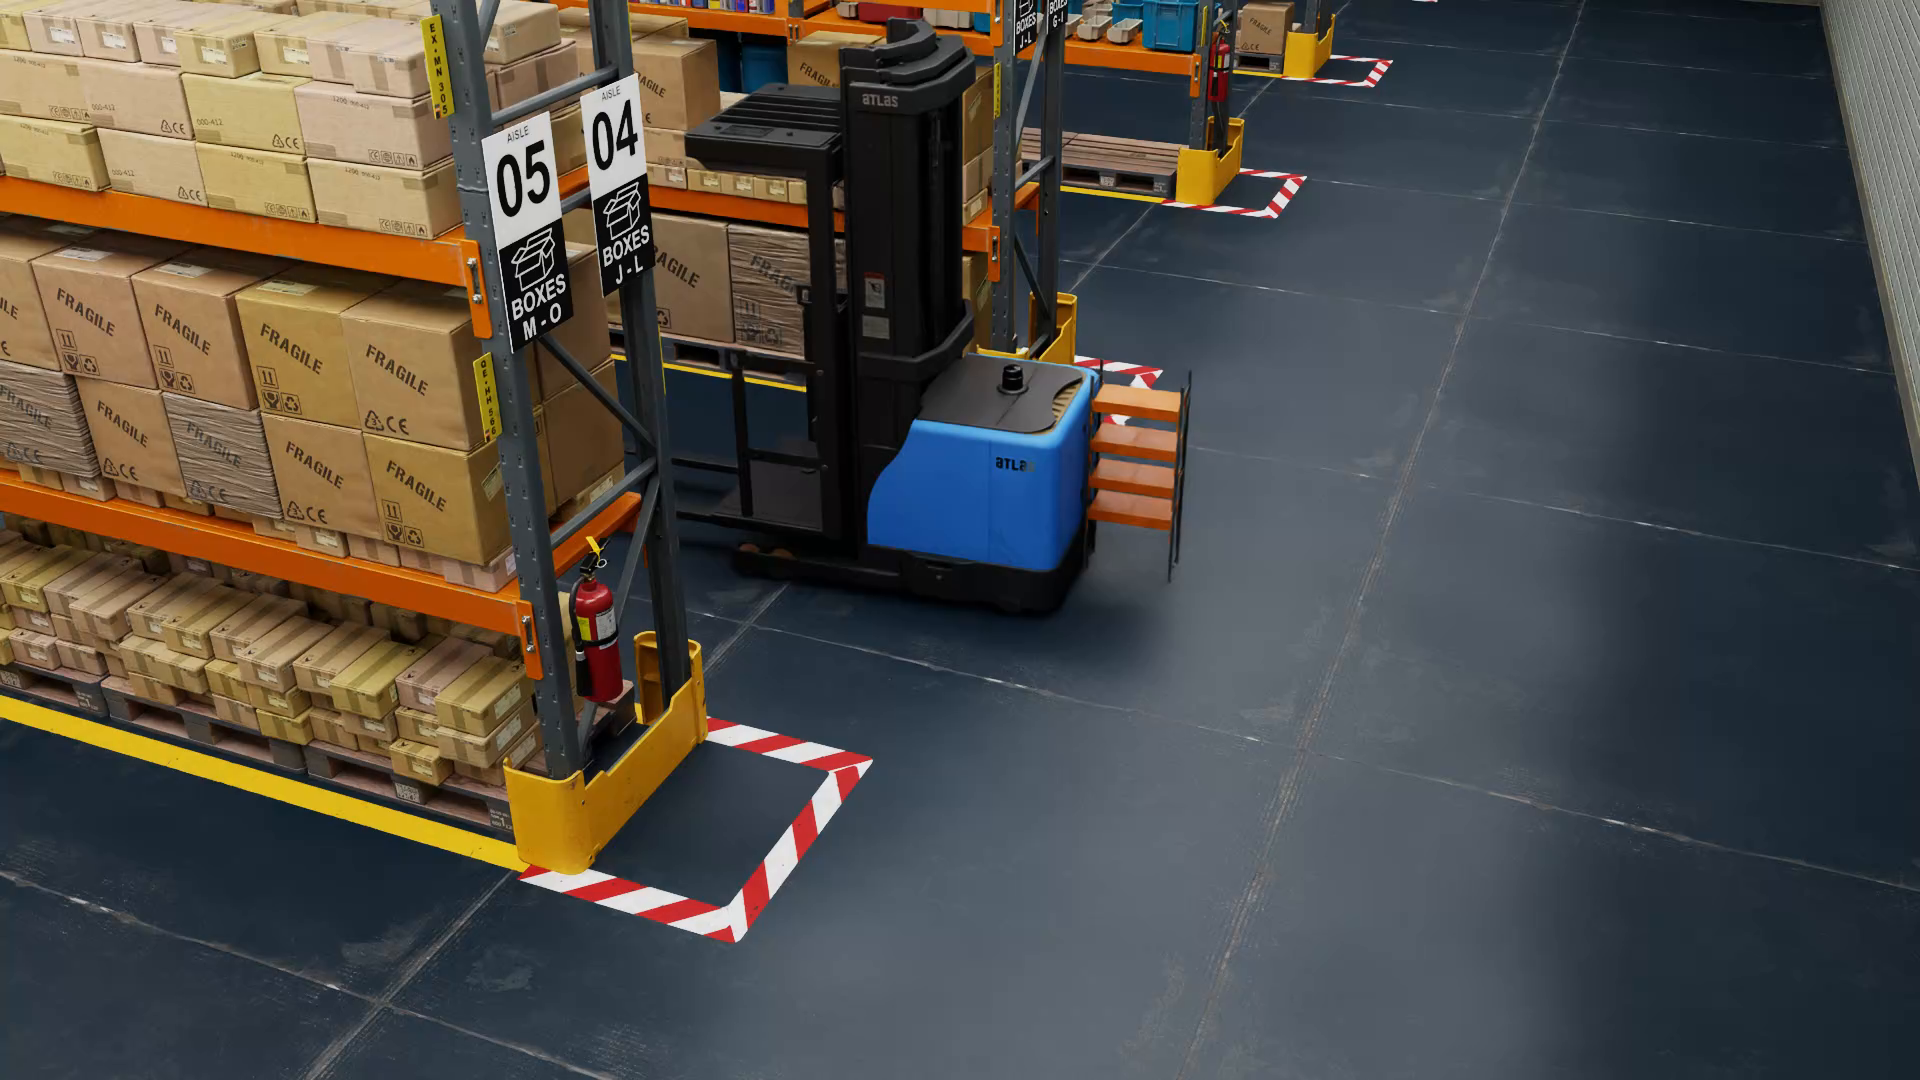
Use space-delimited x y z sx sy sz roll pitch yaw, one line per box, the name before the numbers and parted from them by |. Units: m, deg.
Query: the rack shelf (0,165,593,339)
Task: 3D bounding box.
rack shelf | -3.365 -1.494 7.027 4.000 0.370 1.077 11 31 19

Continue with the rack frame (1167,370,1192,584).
rack frame | 1.204 -0.334 9.122 0.015 1.200 0.240 9 31 15

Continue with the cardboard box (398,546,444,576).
cardboard box | -2.137 -0.016 6.986 0.250 0.149 0.380 11 31 19

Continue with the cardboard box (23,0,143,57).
cardboard box | -3.348 -1.985 6.405 0.250 0.149 0.380 10 31 18

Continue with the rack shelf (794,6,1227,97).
rack shelf | 0.455 -4.689 15.729 4.000 0.370 1.077 11 31 19

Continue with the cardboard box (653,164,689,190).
cardboard box | -1.910 -2.559 11.484 0.250 0.149 0.380 12 32 20

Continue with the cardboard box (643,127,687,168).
cardboard box | -1.982 -2.784 11.478 0.500 0.250 0.500 12 32 20

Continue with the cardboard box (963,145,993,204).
cardboard box | -0.102 -2.407 10.810 0.500 0.250 0.500 11 31 18

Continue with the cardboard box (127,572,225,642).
cardboard box | -3.752 0.323 7.995 0.250 0.149 0.380 10 31 17

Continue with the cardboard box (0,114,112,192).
cardboard box | -3.463 -1.614 6.660 0.500 0.250 0.500 13 32 21

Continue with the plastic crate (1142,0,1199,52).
plastic crate | 1.928 -4.651 14.833 0.499 0.435 0.616 11 31 19

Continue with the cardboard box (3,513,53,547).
cardboard box | -4.791 -0.125 8.788 0.250 0.149 0.380 12 32 21

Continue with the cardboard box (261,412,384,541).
cardboard box | -2.500 -0.368 6.948 0.500 0.500 0.500 11 31 18

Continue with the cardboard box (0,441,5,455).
cardboard box | -4.393 -0.749 7.624 0.500 0.500 0.500 11 31 19

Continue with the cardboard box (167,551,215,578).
cardboard box | -3.809 0.039 8.499 0.250 0.149 0.380 10 31 17

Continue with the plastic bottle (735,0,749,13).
plastic bottle | -2.116 -5.269 16.142 0.133 0.283 0.061 11 31 19

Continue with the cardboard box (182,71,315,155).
cardboard box | -2.509 -1.653 6.221 0.500 0.250 0.500 10 31 18

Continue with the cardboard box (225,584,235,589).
cardboard box | -3.617 0.245 8.436 0.250 0.149 0.380 10 31 17

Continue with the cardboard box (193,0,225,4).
cardboard box | -2.892 -2.203 6.789 0.250 0.149 0.380 12 32 21

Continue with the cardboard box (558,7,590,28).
cardboard box | -2.733 -3.542 12.056 0.500 0.500 0.500 12 32 21

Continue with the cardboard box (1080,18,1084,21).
cardboard box | 1.581 -6.257 20.203 0.250 0.166 0.380 11 31 19

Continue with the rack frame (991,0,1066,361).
rack frame | 0.447 -2.374 10.902 0.127 3.000 1.000 11 31 19

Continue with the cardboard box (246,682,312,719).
cardboard box | -3.075 0.645 7.729 0.250 0.149 0.380 12 32 20

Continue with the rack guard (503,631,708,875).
rack guard | -1.582 0.943 7.574 0.348 0.500 1.175 11 31 19

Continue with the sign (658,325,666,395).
sign | -1.308 -0.756 7.159 0.005 0.325 0.100 11 31 19

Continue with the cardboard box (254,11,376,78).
cardboard box | -2.360 -1.828 6.126 0.250 0.149 0.380 10 31 18

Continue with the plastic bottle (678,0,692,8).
plastic bottle | -2.690 -5.405 16.390 0.135 0.276 0.152 11 31 19

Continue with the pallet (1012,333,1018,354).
pallet | -0.324 -1.272 11.787 1.213 0.211 1.003 11 31 19

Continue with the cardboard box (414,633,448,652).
cardboard box | -2.393 0.502 7.981 0.250 0.149 0.380 12 32 20

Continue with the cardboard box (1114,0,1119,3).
cardboard box | 2.211 -6.390 20.096 0.637 0.503 0.797 11 31 19

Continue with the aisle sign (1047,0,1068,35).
aisle sign | 0.626 -3.629 10.481 0.004 0.787 0.394 11 31 19

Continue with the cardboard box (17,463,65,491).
cardboard box | -4.086 -0.392 7.650 0.250 0.149 0.380 12 32 20

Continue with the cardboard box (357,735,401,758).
cardboard box | -2.567 0.835 7.694 0.250 0.149 0.380 11 31 19

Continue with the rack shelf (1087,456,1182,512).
rack shelf | 0.971 -0.312 9.220 0.480 0.148 0.258 9 31 15

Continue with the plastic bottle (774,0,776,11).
plastic bottle | -1.855 -5.272 16.230 0.097 0.201 0.097 0 29 0

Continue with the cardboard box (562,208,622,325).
cardboard box | -2.678 -2.213 12.350 0.875 0.875 0.875 11 31 19

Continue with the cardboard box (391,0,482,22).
cardboard box | -1.956 -1.982 6.399 0.250 0.149 0.380 13 32 21

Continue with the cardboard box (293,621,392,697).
cardboard box | -2.813 0.546 7.601 0.250 0.149 0.380 10 31 17

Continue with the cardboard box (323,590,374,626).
cardboard box | -2.870 0.251 8.123 0.250 0.149 0.380 13 32 21

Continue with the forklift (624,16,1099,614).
forklift | -0.781 -1.293 9.060 3.031 2.935 1.130 9 31 15

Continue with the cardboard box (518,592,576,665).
cardboard box | -1.870 0.416 7.831 0.250 0.149 0.380 10 31 17

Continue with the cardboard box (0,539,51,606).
cardboard box | -4.744 0.164 8.277 0.250 0.149 0.380 13 32 22

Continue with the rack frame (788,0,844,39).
rack frame | -1.398 -5.372 16.207 0.127 3.000 1.000 11 31 19

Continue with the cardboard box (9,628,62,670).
cardboard box | -4.505 0.472 8.336 0.250 0.149 0.380 11 31 19

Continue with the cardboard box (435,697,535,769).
cardboard box | -2.108 0.830 7.401 0.250 0.149 0.380 10 31 18

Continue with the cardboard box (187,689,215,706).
cardboard box | -3.512 0.636 8.047 0.250 0.149 0.380 12 32 21

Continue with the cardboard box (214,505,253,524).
cardboard box | -3.081 -0.232 7.367 0.250 0.149 0.380 10 31 17

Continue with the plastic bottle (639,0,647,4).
plastic bottle | -3.148 -5.449 16.544 0.097 0.201 0.097 0 29 0

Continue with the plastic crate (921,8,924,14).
plastic crate | -0.260 -5.194 16.110 0.590 0.125 0.437 11 31 19

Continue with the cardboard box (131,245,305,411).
cardboard box | -2.984 -0.897 6.868 0.500 0.500 0.500 13 32 22

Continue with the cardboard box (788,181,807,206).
cardboard box | -0.954 -2.369 11.148 0.250 0.149 0.380 11 31 18

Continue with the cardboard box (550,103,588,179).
cardboard box | -1.832 -1.571 6.586 0.500 0.250 0.500 12 32 21

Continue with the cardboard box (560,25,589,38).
cardboard box | -2.912 -3.300 11.627 0.500 0.500 0.500 11 31 19

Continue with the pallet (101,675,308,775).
pallet | -3.448 0.676 8.340 1.213 0.211 1.003 11 31 19

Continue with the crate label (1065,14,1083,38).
crate label | 0.955 -4.713 15.246 0.243 0.136 0.396 11 31 19

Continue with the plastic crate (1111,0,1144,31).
plastic crate | 1.594 -4.903 15.486 0.300 0.233 0.416 11 31 19

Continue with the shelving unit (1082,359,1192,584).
shelving unit | 0.971 -0.371 9.187 0.503 1.200 0.258 9 31 15

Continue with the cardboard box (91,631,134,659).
cardboard box | -4.000 0.418 8.130 0.250 0.149 0.380 13 32 21
